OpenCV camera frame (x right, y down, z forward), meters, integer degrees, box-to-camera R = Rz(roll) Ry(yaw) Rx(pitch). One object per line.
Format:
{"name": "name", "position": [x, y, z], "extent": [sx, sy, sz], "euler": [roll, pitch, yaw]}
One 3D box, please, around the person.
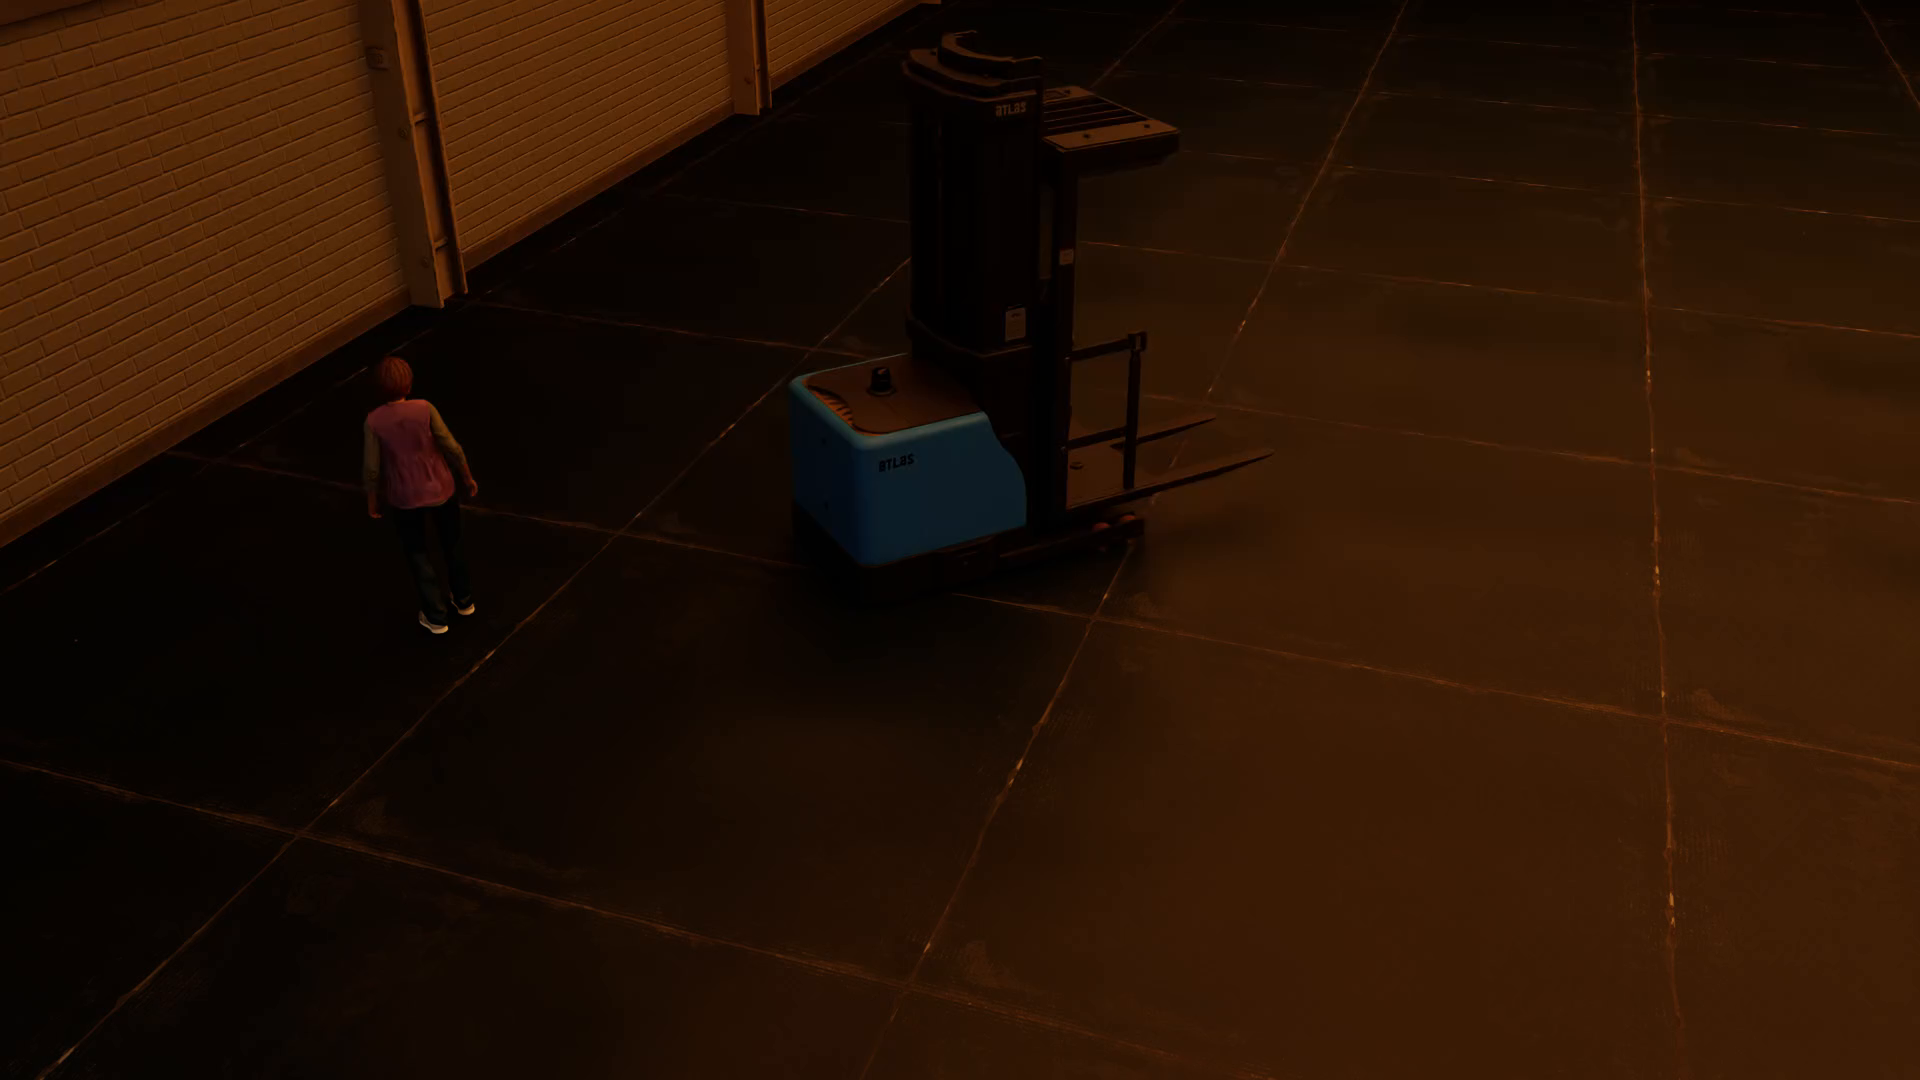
{"name": "person", "position": [-2.897, -0.253, 8.937], "extent": [0.579, 1.592, 0.417], "euler": [-14, 33, -23]}

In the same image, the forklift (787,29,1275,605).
{"name": "forklift", "position": [0.531, -1.423, 9.633], "extent": [3.031, 2.935, 1.130], "euler": [-15, 33, -25]}
